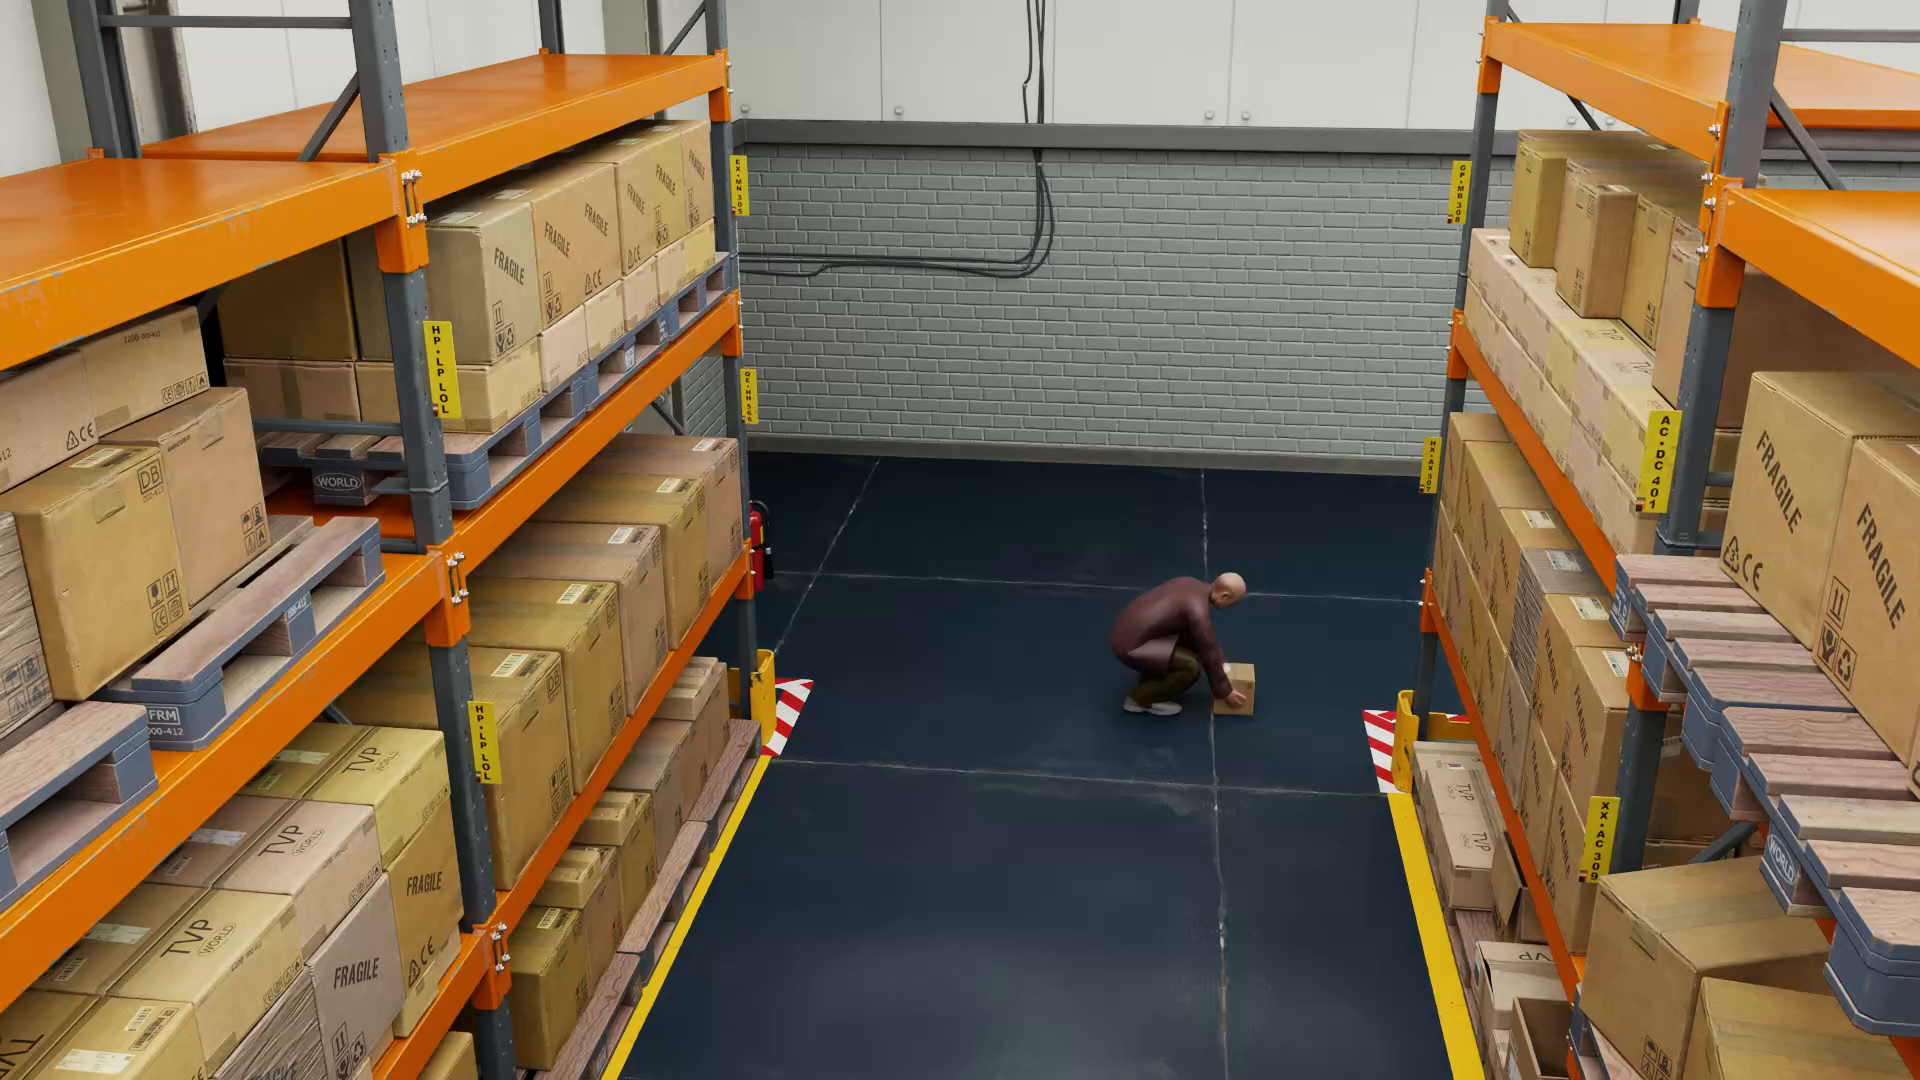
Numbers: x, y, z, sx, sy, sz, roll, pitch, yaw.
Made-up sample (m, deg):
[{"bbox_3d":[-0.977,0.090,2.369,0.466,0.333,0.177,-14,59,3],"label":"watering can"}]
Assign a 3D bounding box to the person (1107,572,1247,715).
[{"bbox_3d":[1.397,0.638,10.656,0.906,0.906,0.606,2,21,6],"label":"person"}]
